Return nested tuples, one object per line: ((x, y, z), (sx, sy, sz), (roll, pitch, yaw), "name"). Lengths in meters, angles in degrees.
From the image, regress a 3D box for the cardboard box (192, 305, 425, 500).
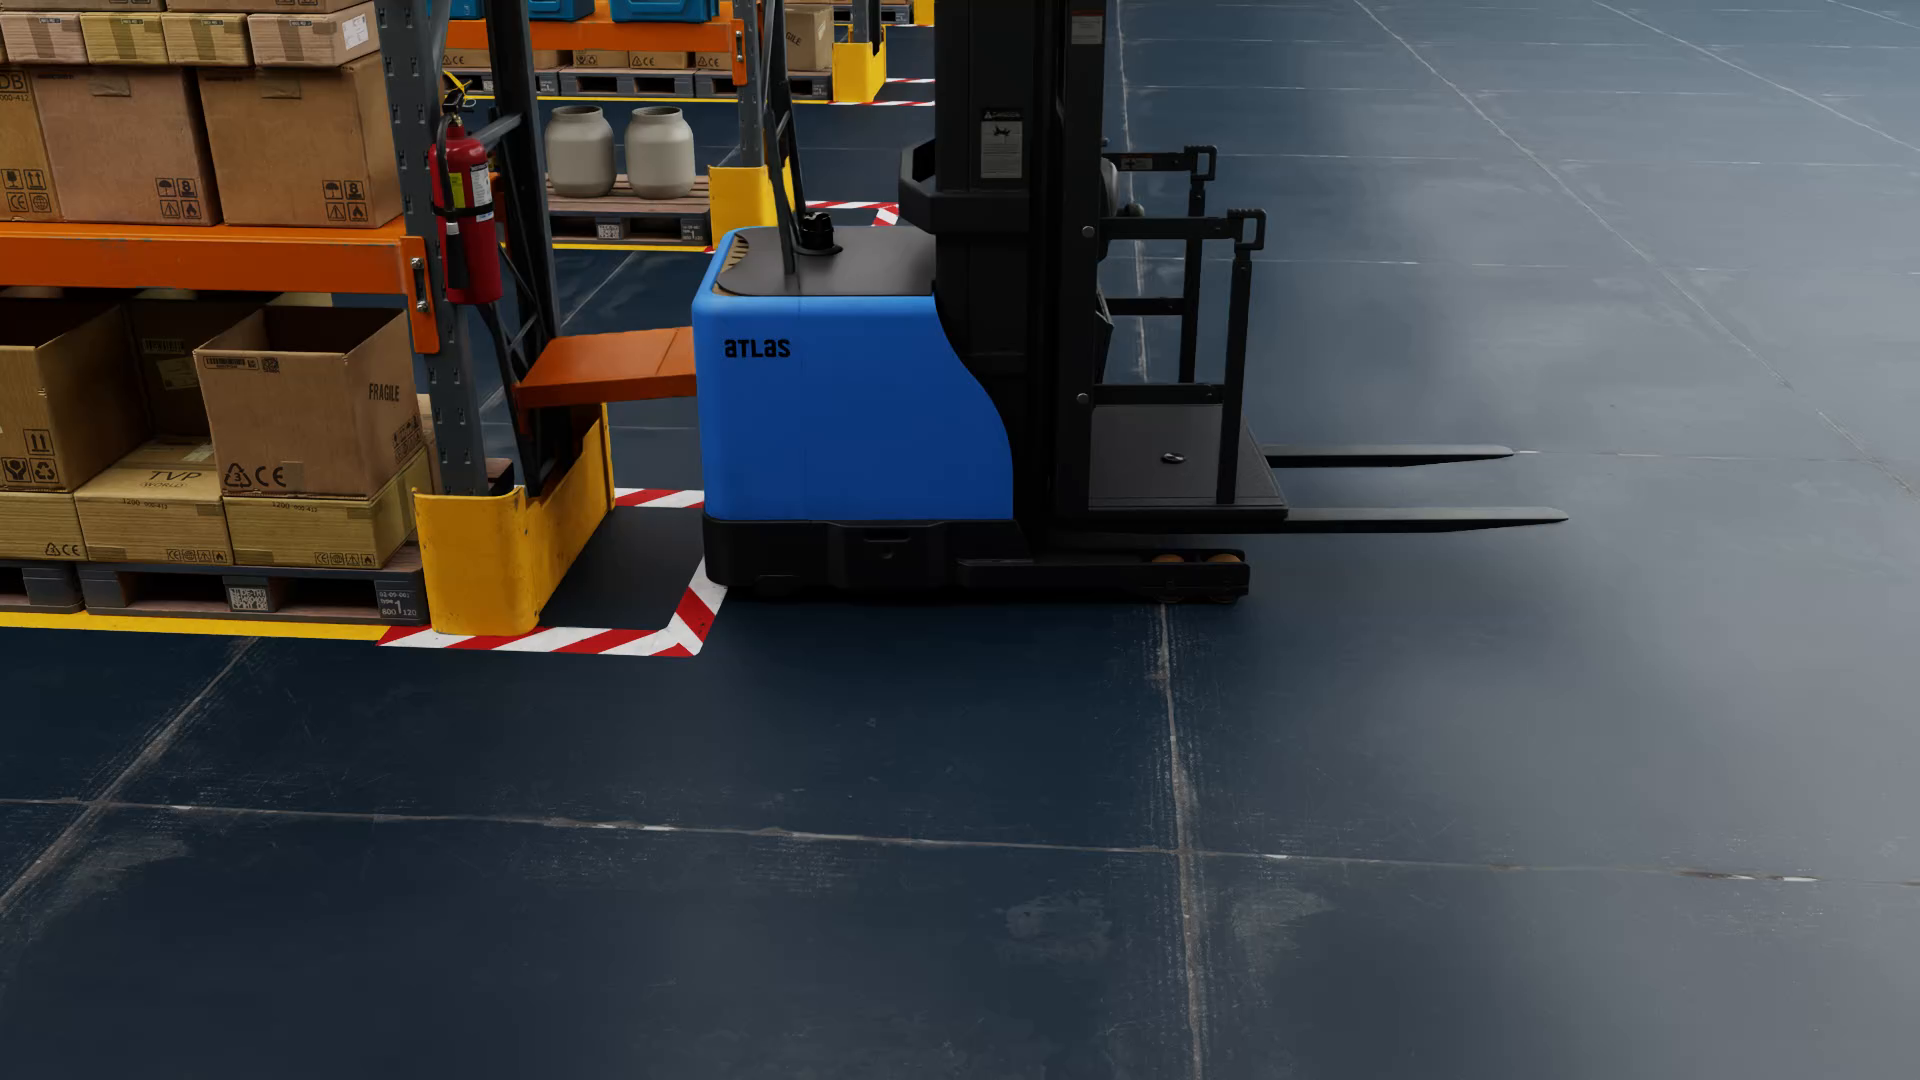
((-2.142, -0.464, 5.523), (0.500, 0.500, 0.500), (2, 25, 4), "cardboard box")

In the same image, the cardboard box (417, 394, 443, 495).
((-2.102, -0.341, 6.151), (0.500, 0.250, 0.500), (2, 25, 4), "cardboard box")

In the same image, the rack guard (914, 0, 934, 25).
((-0.318, -6.345, 19.404), (0.348, 0.500, 1.175), (2, 25, 4), "rack guard")

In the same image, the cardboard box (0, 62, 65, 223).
((-3.067, -1.388, 5.520), (0.500, 0.500, 0.700), (2, 25, 4), "cardboard box")

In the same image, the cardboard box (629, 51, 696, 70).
((-2.665, -4.533, 14.962), (0.500, 0.500, 0.500), (4, 25, 9), "cardboard box")

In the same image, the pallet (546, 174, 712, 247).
((-2.090, -2.098, 10.518), (1.213, 0.211, 1.003), (2, 25, 4), "pallet")

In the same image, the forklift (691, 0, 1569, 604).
((0.624, -1.335, 5.608), (3.031, 2.935, 1.130), (0, 25, -1), "forklift")

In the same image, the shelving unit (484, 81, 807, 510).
((-1.054, -0.758, 5.848), (1.083, 1.500, 0.587), (-4, 27, 3), "shelving unit")

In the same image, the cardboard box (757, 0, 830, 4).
((-1.900, -6.729, 19.286), (0.875, 0.875, 0.875), (1, 25, 3), "cardboard box")

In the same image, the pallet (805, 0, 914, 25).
((-1.145, -6.208, 19.451), (1.213, 0.211, 1.003), (2, 25, 4), "pallet")

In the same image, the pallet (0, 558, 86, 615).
((-3.563, -0.069, 6.110), (1.213, 0.211, 1.003), (2, 25, 4), "pallet")

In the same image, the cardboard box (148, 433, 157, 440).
((-3.099, -0.371, 6.217), (0.500, 0.250, 0.500), (2, 25, 4), "cardboard box")

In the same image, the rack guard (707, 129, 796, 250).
((-1.281, -2.201, 10.396), (0.348, 0.500, 1.175), (2, 25, 4), "rack guard")

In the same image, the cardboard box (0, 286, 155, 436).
((-3.100, -0.707, 6.050), (0.500, 0.500, 0.500), (2, 25, 4), "cardboard box")

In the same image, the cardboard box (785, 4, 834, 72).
((-1.443, -4.500, 14.891), (0.500, 0.500, 0.500), (6, 25, 14), "cardboard box")

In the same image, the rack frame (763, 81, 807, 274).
((-0.539, -0.795, 5.820), (0.032, 1.500, 0.500), (-4, 27, 3), "rack frame")

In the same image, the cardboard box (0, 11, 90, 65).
((-2.746, -1.587, 5.176), (0.250, 0.149, 0.380), (2, 25, 5), "cardboard box")

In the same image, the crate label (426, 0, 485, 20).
((-3.057, -3.316, 9.787), (0.616, 0.435, 0.502), (2, 25, 4), "crate label")

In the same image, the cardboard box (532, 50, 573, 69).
((-3.843, -4.556, 15.013), (0.500, 0.500, 0.500), (10, 27, 21), "cardboard box")

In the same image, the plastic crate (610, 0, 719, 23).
((-1.723, -3.177, 9.706), (0.616, 0.251, 0.499), (2, 25, 4), "plastic crate")

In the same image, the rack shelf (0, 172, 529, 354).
((-3.578, -1.026, 5.714), (4.000, 0.370, 1.077), (2, 25, 4), "rack shelf")

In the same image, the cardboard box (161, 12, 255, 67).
((-2.241, -1.570, 5.139), (0.250, 0.149, 0.380), (2, 25, 5), "cardboard box")

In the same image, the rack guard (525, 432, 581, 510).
((-1.495, -0.166, 6.155), (0.087, 0.250, 0.587), (-4, 27, 3), "rack guard")

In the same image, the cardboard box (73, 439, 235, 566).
((-2.641, -0.136, 5.705), (0.500, 0.250, 0.500), (2, 25, 4), "cardboard box")

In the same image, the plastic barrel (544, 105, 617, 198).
((-2.363, -2.419, 10.355), (0.421, 0.512, 0.421), (0, 25, 0), "plastic barrel")

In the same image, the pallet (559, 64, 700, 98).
((-2.918, -4.234, 15.161), (1.213, 0.211, 1.003), (2, 25, 4), "pallet")

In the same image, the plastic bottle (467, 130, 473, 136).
((-3.209, -2.522, 10.828), (0.133, 0.283, 0.061), (2, 25, 5), "plastic bottle")

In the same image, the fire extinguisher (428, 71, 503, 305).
((-1.502, -1.056, 5.012), (0.183, 0.674, 0.296), (2, 25, 4), "fire extinguisher")

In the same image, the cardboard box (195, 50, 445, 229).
((-2.049, -1.355, 5.448), (0.500, 0.500, 0.700), (2, 25, 4), "cardboard box")

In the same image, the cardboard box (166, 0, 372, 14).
((-2.101, -1.946, 5.180), (0.500, 0.500, 0.700), (2, 25, 4), "cardboard box")

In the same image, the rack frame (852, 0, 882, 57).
((-0.822, -5.418, 14.397), (0.127, 3.000, 1.000), (2, 25, 4), "rack frame")

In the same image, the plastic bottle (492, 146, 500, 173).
((-2.985, -2.502, 10.798), (0.097, 0.271, 0.097), (0, 25, 0), "plastic bottle")

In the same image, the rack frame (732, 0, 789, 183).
((-1.201, -3.353, 9.911), (0.127, 3.000, 1.000), (2, 25, 4), "rack frame")
